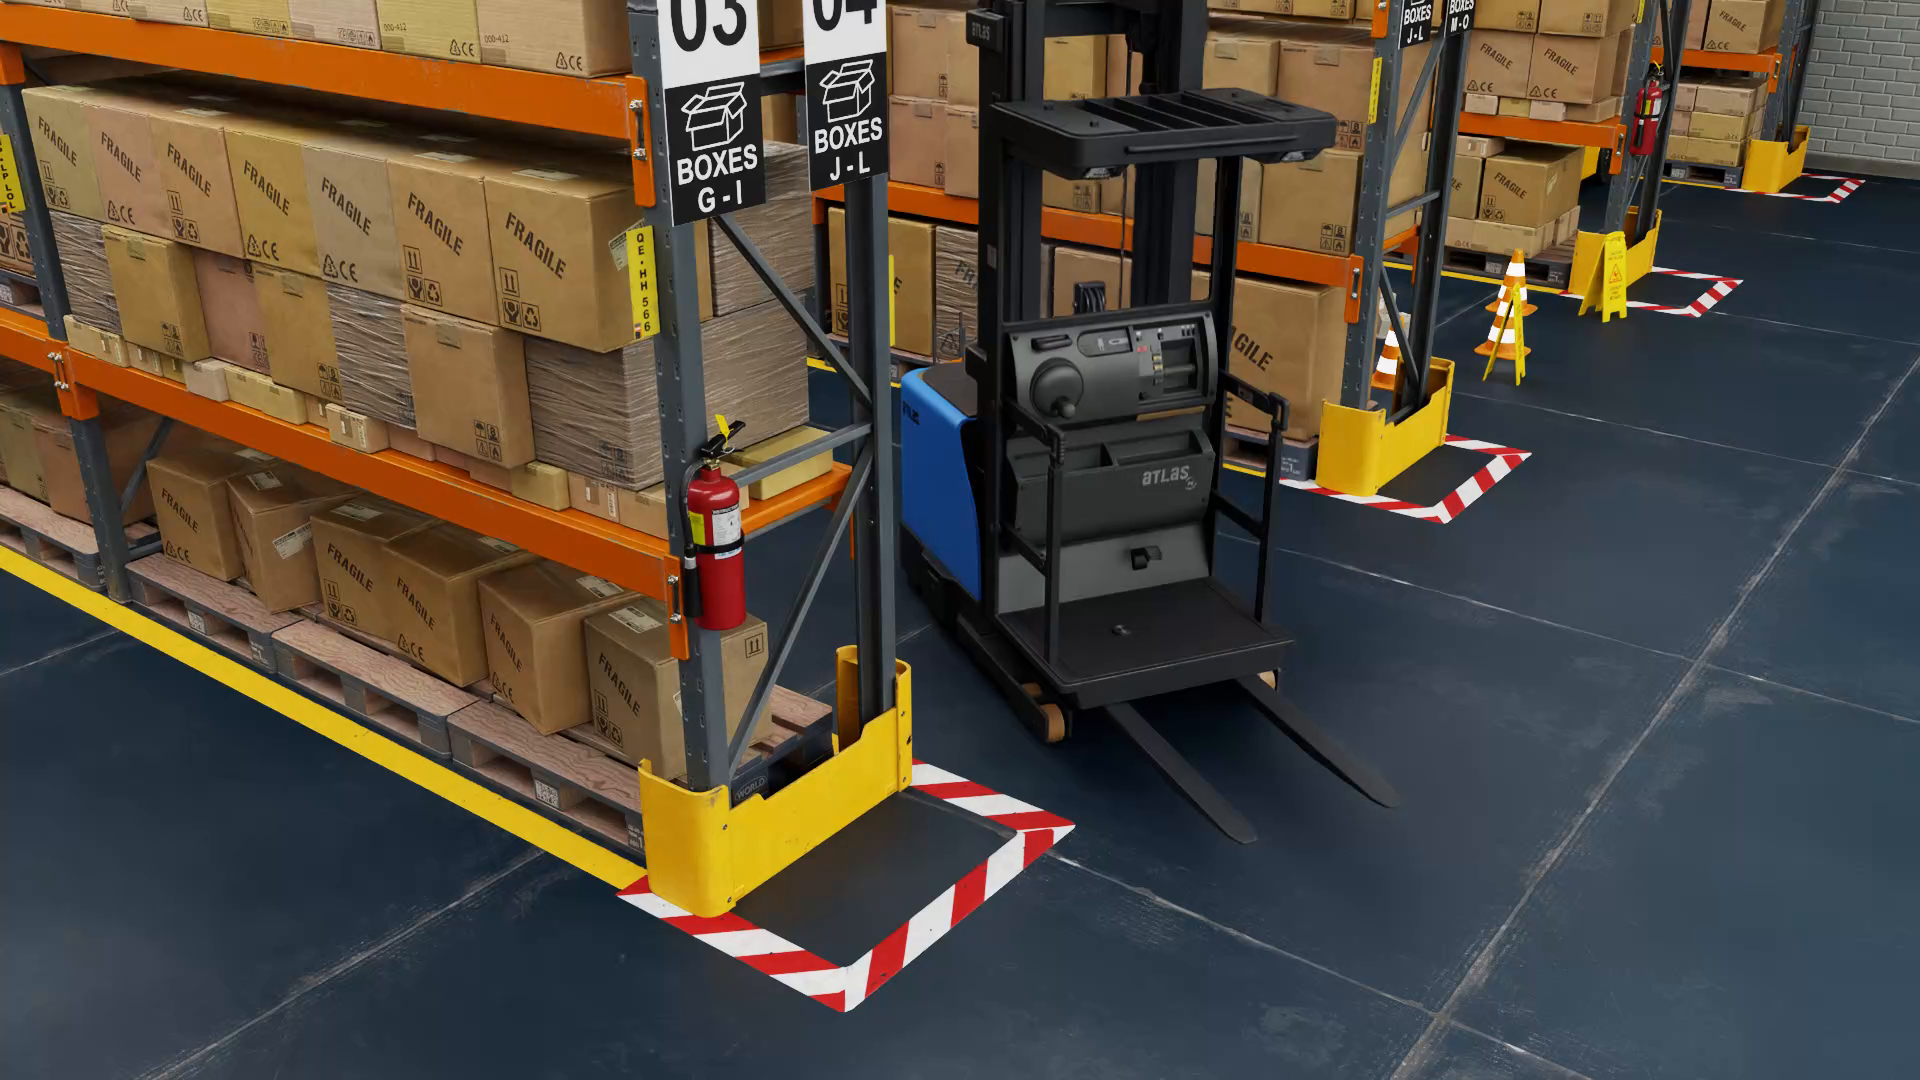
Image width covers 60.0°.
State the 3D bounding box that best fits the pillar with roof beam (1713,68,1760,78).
[{"bbox_3d":[5.729,-6.877,13.197,0.400,9.000,9.100,17,29,33],"label":"pillar with roof beam"}]

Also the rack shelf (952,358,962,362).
[{"bbox_3d":[0.012,-0.834,8.373,0.180,0.103,0.258,17,29,33],"label":"rack shelf"}]

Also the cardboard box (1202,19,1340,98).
[{"bbox_3d":[1.697,-2.606,9.418,0.550,0.550,0.875,17,29,33],"label":"cardboard box"}]

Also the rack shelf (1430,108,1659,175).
[{"bbox_3d":[3.753,-3.613,14.123,4.000,0.370,1.077,17,29,33],"label":"rack shelf"}]

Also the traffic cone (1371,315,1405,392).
[{"bbox_3d":[2.892,-1.263,11.043,0.334,0.463,0.336,17,29,33],"label":"traffic cone"}]

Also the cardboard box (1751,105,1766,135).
[{"bbox_3d":[8.076,-4.405,17.296,0.500,0.250,0.500,17,29,34],"label":"cardboard box"}]

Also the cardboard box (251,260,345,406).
[{"bbox_3d":[-2.253,-0.927,6.641,0.500,0.500,0.875,17,29,33],"label":"cardboard box"}]

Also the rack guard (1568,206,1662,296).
[{"bbox_3d":[5.293,-2.333,13.426,0.348,0.500,1.175,17,29,33],"label":"rack guard"}]

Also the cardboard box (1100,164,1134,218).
[{"bbox_3d":[1.316,-2.283,10.025,0.550,0.550,0.875,17,29,33],"label":"cardboard box"}]

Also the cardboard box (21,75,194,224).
[{"bbox_3d":[-3.583,-1.677,7.104,0.500,0.500,0.500,17,29,33],"label":"cardboard box"}]

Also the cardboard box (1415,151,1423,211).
[{"bbox_3d":[3.737,-3.095,14.014,0.500,0.500,0.500,16,28,32],"label":"cardboard box"}]

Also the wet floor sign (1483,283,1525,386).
[{"bbox_3d":[3.676,-1.392,11.109,0.232,0.644,0.267,12,26,24],"label":"wet floor sign"}]

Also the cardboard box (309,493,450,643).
[{"bbox_3d":[-2.488,0.093,7.397,0.500,0.500,0.500,14,27,29],"label":"cardboard box"}]

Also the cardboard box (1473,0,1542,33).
[{"bbox_3d":[4.413,-4.276,13.002,0.500,0.500,0.700,17,29,34],"label":"cardboard box"}]

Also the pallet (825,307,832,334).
[{"bbox_3d":[-1.398,-1.691,12.326,1.213,0.211,1.003,17,29,33],"label":"pallet"}]

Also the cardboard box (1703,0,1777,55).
[{"bbox_3d":[7.776,-5.141,16.575,0.500,0.500,0.500,16,28,32],"label":"cardboard box"}]

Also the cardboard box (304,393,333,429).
[{"bbox_3d":[-2.363,-0.561,6.614,0.250,0.149,0.380,17,29,33],"label":"cardboard box"}]

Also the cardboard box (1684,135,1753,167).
[{"bbox_3d":[7.762,-4.007,17.013,0.500,0.250,0.500,17,29,34],"label":"cardboard box"}]

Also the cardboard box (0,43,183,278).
[{"bbox_3d":[-4.342,-1.933,8.152,1.000,1.000,1.000,17,29,34],"label":"cardboard box"}]

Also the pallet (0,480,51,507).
[{"bbox_3d":[-5.395,-0.435,9.476,1.213,0.211,1.003,17,29,33],"label":"pallet"}]

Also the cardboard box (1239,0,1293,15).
[{"bbox_3d":[2.770,-4.759,14.097,0.500,0.500,0.700,17,29,34],"label":"cardboard box"}]

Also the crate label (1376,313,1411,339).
[{"bbox_3d":[3.176,-1.566,12.135,0.298,0.136,0.250,3,24,6],"label":"crate label"}]

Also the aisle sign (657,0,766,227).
[{"bbox_3d":[-0.720,-1.339,4.846,0.004,0.787,0.394,17,29,33],"label":"aisle sign"}]

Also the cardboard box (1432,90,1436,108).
[{"bbox_3d":[3.861,-3.652,13.630,0.250,0.149,0.380,16,29,33],"label":"cardboard box"}]

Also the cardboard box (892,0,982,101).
[{"bbox_3d":[0.049,-3.172,10.703,0.550,0.550,0.875,17,29,33],"label":"cardboard box"}]

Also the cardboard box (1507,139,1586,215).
[{"bbox_3d":[4.855,-3.026,13.857,0.500,0.500,0.500,16,28,32],"label":"cardboard box"}]

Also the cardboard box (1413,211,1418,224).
[{"bbox_3d":[3.714,-2.754,14.170,0.500,0.250,0.500,16,28,31],"label":"cardboard box"}]

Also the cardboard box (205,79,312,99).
[{"bbox_3d":[-2.865,-1.728,7.218,0.500,0.500,0.500,17,29,33],"label":"cardboard box"}]

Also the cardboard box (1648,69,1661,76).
[{"bbox_3d":[7.261,-4.874,17.741,0.500,0.250,0.500,17,29,33],"label":"cardboard box"}]

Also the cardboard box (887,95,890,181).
[{"bbox_3d":[-0.433,-2.788,11.171,0.550,0.550,0.875,17,29,33],"label":"cardboard box"}]

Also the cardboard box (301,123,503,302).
[{"bbox_3d":[-1.980,-1.195,6.009,0.500,0.500,0.500,17,29,33],"label":"cardboard box"}]

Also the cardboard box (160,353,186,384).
[{"bbox_3d":[-3.184,-0.791,7.137,0.250,0.149,0.380,17,29,33],"label":"cardboard box"}]

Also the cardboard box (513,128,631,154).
[{"bbox_3d":[-1.262,-1.245,6.123,0.500,0.500,0.500,17,29,33],"label":"cardboard box"}]

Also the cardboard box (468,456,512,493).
[{"bbox_3d":[-1.563,-0.319,6.065,0.250,0.149,0.380,17,29,33],"label":"cardboard box"}]

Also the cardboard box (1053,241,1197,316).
[{"bbox_3d":[1.178,-1.412,10.349,0.875,0.875,0.875,16,29,32],"label":"cardboard box"}]

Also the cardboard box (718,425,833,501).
[{"bbox_3d":[-0.675,-0.292,6.005,0.250,0.149,0.380,17,29,33],"label":"cardboard box"}]

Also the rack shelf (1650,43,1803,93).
[{"bbox_3d":[6.727,-5.216,17.760,4.000,0.370,1.077,17,29,33],"label":"rack shelf"}]

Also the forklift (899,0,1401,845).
[{"bbox_3d":[0.724,-0.695,6.693,1.130,2.935,3.031,-9,25,-20],"label":"forklift"}]

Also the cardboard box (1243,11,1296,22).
[{"bbox_3d":[2.753,-4.298,14.291,0.500,0.500,0.500,17,29,33],"label":"cardboard box"}]

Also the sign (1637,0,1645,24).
[{"bbox_3d":[5.005,-3.959,12.188,0.005,0.325,0.100,17,29,33],"label":"sign"}]

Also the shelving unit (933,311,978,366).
[{"bbox_3d":[0.012,-0.546,8.500,0.189,1.200,0.258,17,29,33],"label":"shelving unit"}]

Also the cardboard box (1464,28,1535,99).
[{"bbox_3d":[4.356,-3.806,13.174,0.500,0.500,0.500,17,29,33],"label":"cardboard box"}]

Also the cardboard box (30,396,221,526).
[{"bbox_3d":[-4.269,-0.442,8.587,0.500,0.500,0.700,14,28,29],"label":"cardboard box"}]

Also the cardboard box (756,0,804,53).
[{"bbox_3d":[-0.820,-1.766,5.503,0.500,0.250,0.500,18,29,35],"label":"cardboard box"}]

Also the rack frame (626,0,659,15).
[{"bbox_3d":[-0.590,-3.007,4.414,0.127,3.000,1.000,17,29,33],"label":"rack frame"}]

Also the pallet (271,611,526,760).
[{"bbox_3d":[-2.252,0.493,7.369,1.213,0.211,1.003,17,29,33],"label":"pallet"}]

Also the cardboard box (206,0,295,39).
[{"bbox_3d":[-2.340,-1.967,5.959,0.500,0.250,0.500,16,29,32],"label":"cardboard box"}]

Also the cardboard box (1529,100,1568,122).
[{"bbox_3d":[4.657,-3.391,13.037,0.250,0.149,0.380,16,29,33],"label":"cardboard box"}]
